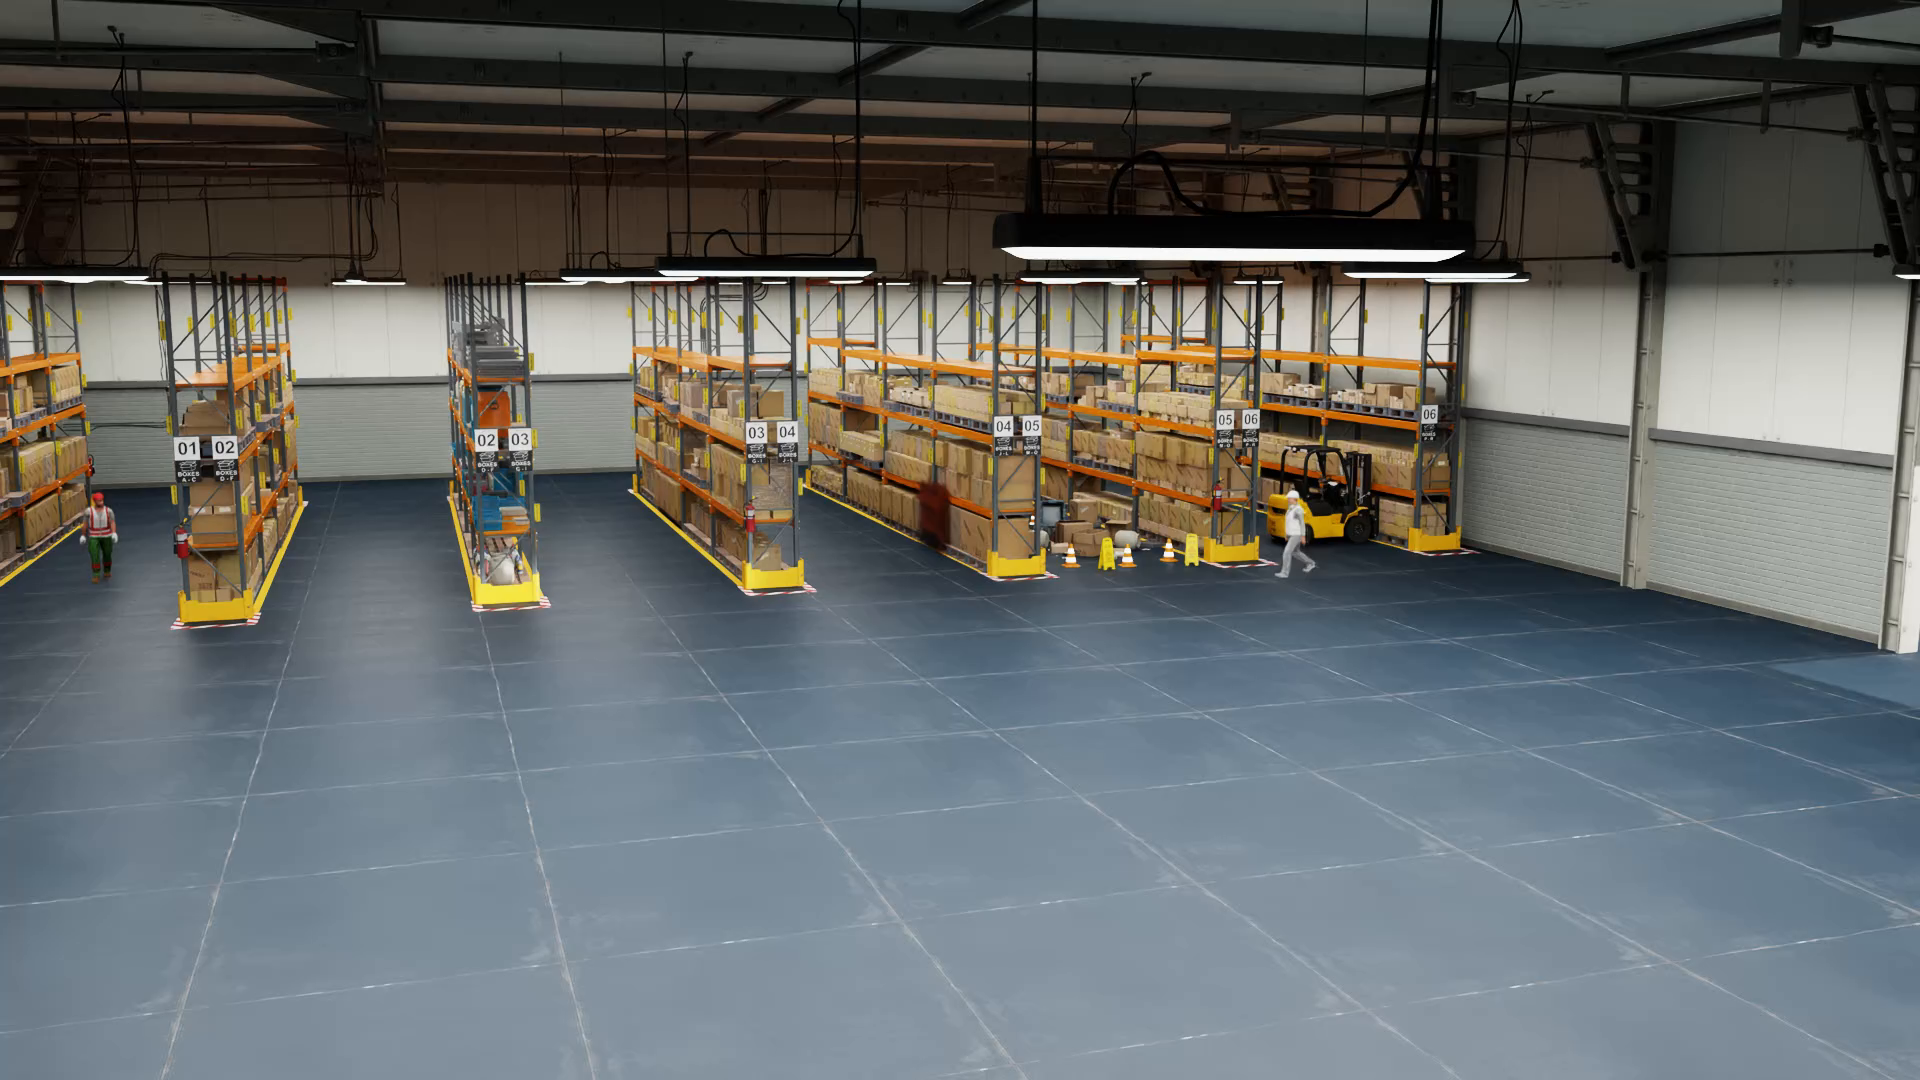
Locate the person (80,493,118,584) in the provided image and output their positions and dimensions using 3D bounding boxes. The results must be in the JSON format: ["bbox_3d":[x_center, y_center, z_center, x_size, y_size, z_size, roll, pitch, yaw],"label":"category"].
[{"bbox_3d":[-16.866,-0.066,32.557,0.667,1.717,1.050,-5,10,-28],"label":"person"}]

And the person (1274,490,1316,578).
[{"bbox_3d":[6.705,-0.123,33.116,0.999,1.739,0.543,-3,9,-17],"label":"person"}]
